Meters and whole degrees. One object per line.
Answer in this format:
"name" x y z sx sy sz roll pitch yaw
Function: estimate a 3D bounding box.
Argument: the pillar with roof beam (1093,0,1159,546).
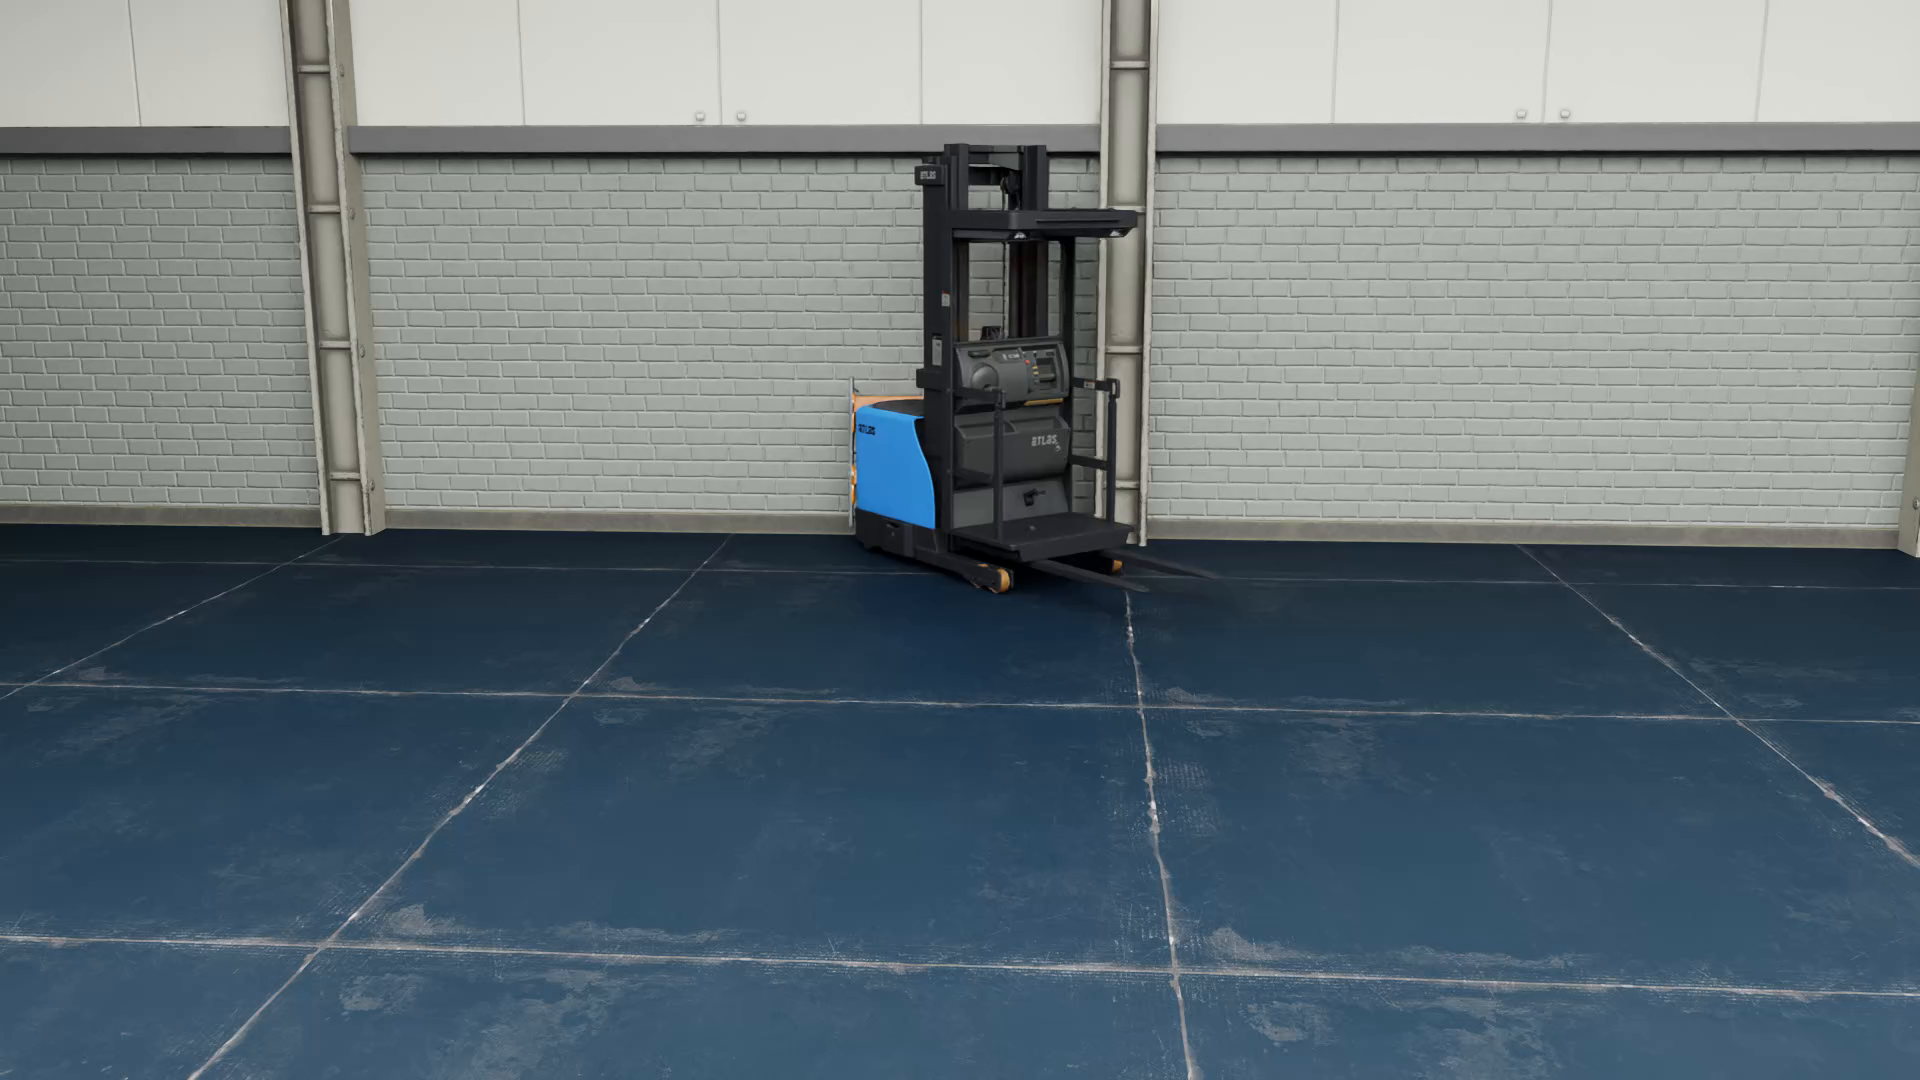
"pillar with roof beam" 0.931 -3.513 7.583 0.400 9.000 9.100 1 12 4

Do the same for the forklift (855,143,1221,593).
"forklift" 0.494 -1.192 11.307 1.130 2.935 3.031 -9 15 -35

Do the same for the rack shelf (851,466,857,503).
"rack shelf" -0.284 -0.410 12.598 1.000 0.278 0.538 0 -1 6

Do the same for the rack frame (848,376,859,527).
"rack frame" -0.788 -0.655 12.657 0.032 1.125 0.500 0 -1 6

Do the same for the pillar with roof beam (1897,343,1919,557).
"pillar with roof beam" 6.918 -3.431 7.191 0.400 9.000 9.100 1 12 4

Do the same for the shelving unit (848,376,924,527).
"shelving unit" -0.283 -0.654 12.603 1.048 1.125 0.538 0 -1 6

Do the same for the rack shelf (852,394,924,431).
"rack shelf" -0.282 -0.947 12.609 1.000 0.278 0.538 0 -1 6

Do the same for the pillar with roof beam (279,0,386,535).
"pillar with roof beam" -5.056 -3.595 7.975 0.400 9.000 9.100 1 12 4
